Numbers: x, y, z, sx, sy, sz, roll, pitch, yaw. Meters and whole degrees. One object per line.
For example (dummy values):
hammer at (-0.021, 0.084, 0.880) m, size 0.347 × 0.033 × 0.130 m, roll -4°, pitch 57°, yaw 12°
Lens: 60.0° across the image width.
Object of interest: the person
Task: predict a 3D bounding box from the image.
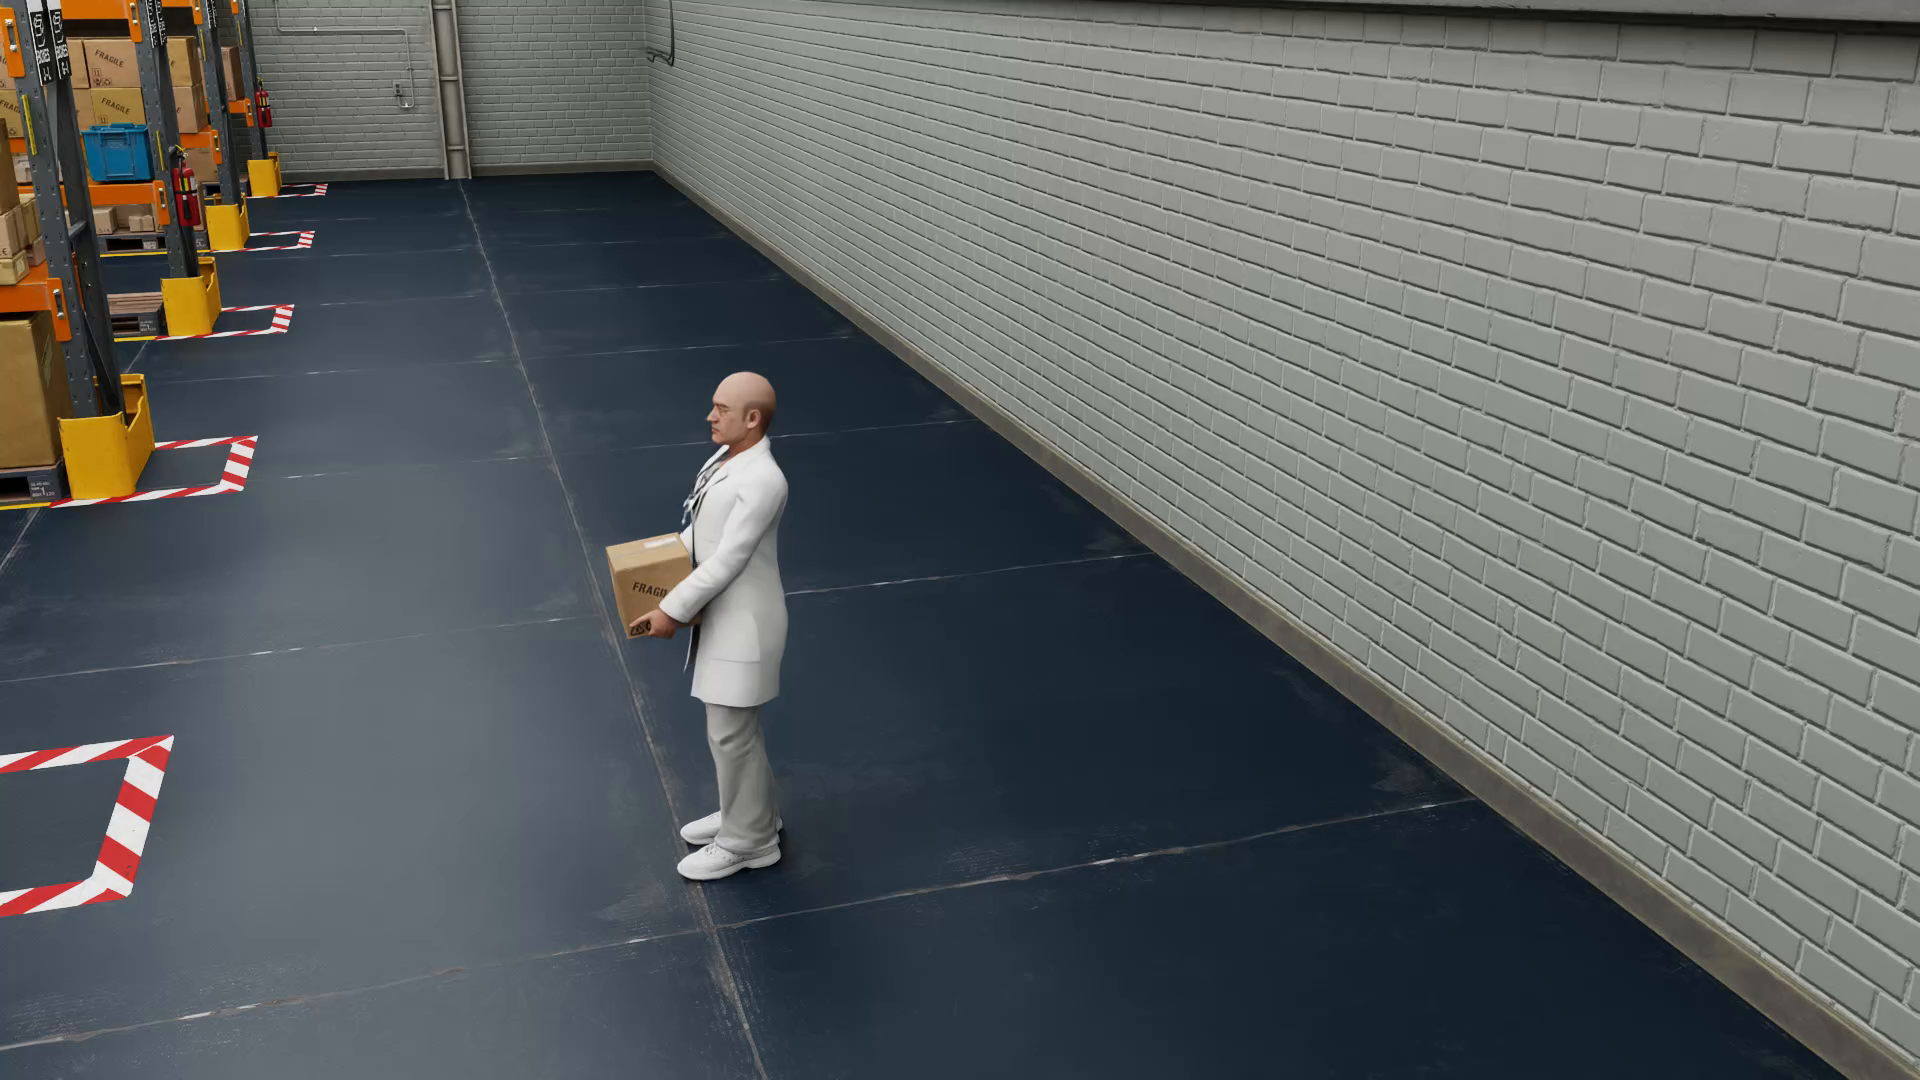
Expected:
person at (-0.862, 0.303, 5.714) m, size 0.558 × 1.774 × 0.528 m, roll -6°, pitch 20°, yaw -16°
